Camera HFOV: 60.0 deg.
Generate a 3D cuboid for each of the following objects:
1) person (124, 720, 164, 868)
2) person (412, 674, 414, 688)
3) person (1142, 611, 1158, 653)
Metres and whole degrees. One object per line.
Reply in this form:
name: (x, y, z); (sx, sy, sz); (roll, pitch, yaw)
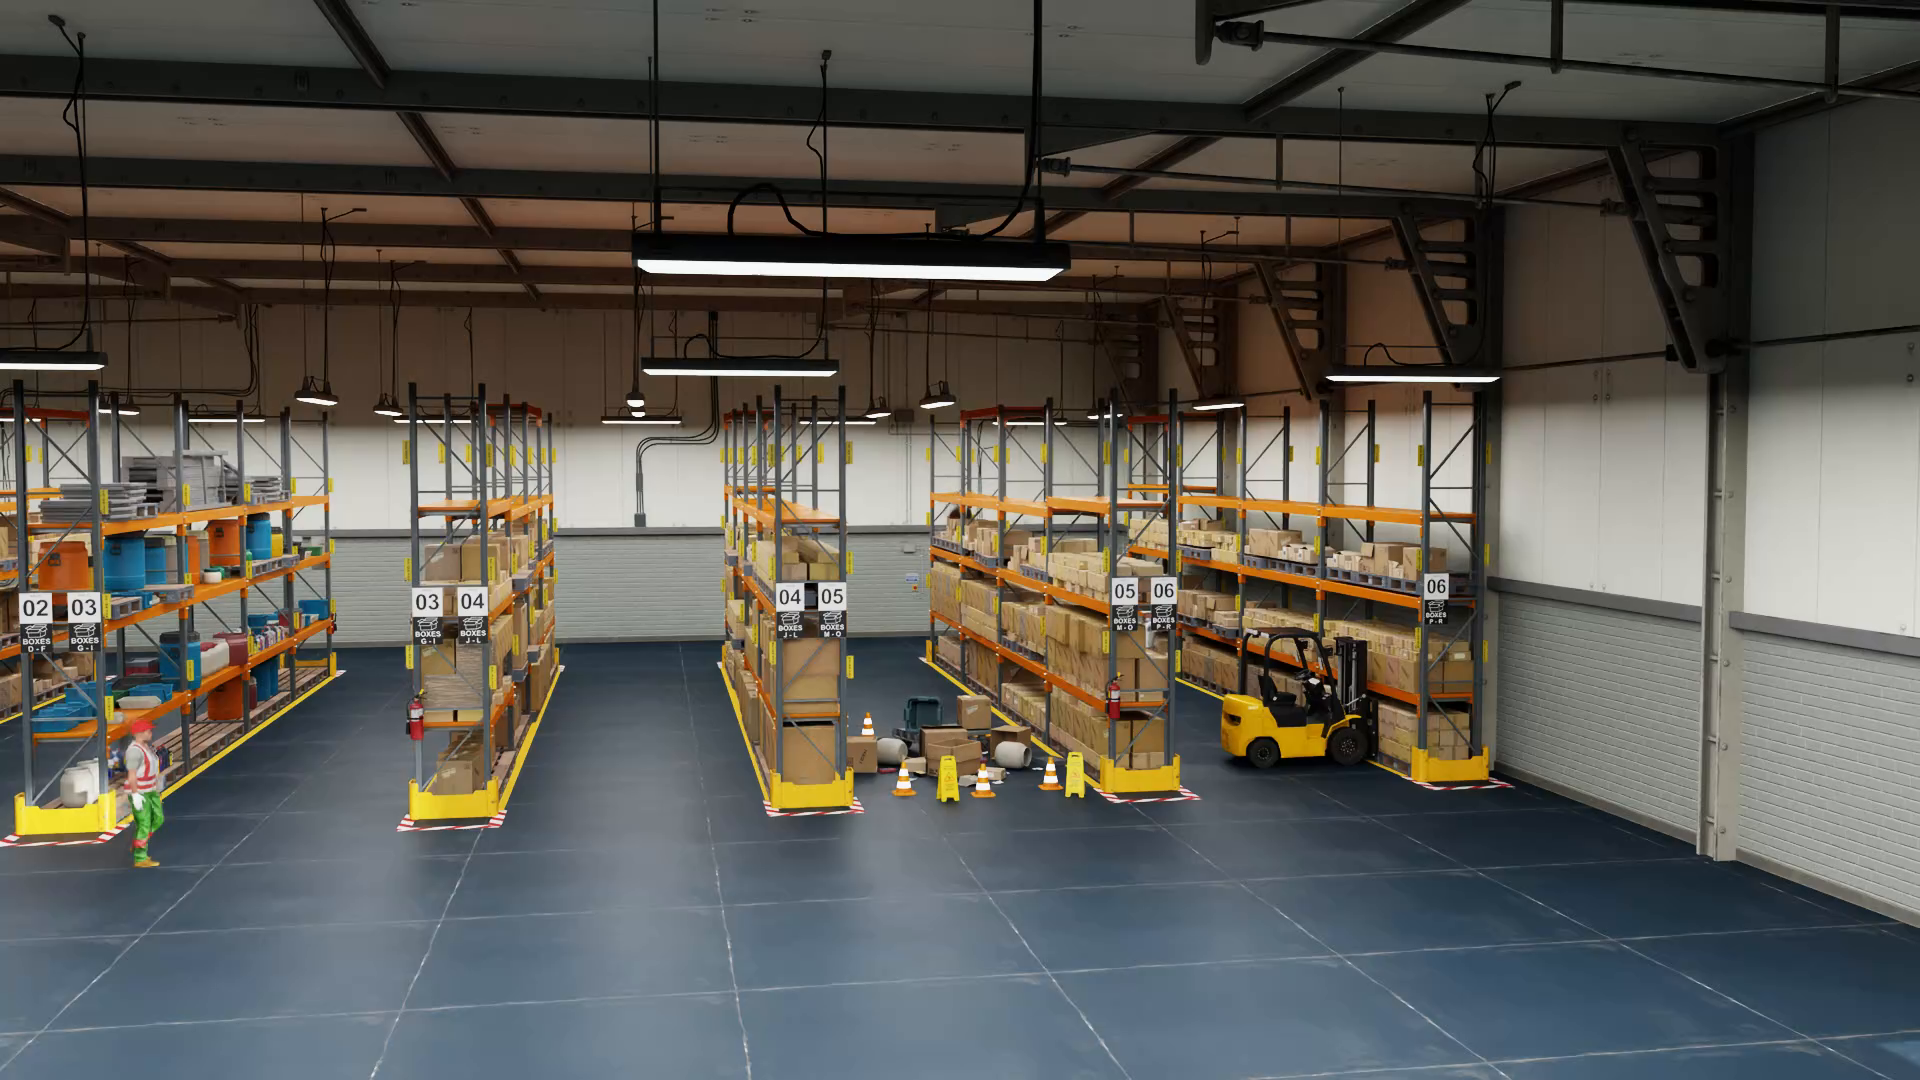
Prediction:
person: (-10.013, 3.086, 20.294); (0.493, 1.788, 0.631); (0, 3, -2)
person: (-11.508, 2.372, 35.599); (0.606, 1.665, 0.460); (1, 3, 26)
person: (4.032, 2.303, 35.793); (0.451, 1.766, 0.603); (0, 3, -9)
